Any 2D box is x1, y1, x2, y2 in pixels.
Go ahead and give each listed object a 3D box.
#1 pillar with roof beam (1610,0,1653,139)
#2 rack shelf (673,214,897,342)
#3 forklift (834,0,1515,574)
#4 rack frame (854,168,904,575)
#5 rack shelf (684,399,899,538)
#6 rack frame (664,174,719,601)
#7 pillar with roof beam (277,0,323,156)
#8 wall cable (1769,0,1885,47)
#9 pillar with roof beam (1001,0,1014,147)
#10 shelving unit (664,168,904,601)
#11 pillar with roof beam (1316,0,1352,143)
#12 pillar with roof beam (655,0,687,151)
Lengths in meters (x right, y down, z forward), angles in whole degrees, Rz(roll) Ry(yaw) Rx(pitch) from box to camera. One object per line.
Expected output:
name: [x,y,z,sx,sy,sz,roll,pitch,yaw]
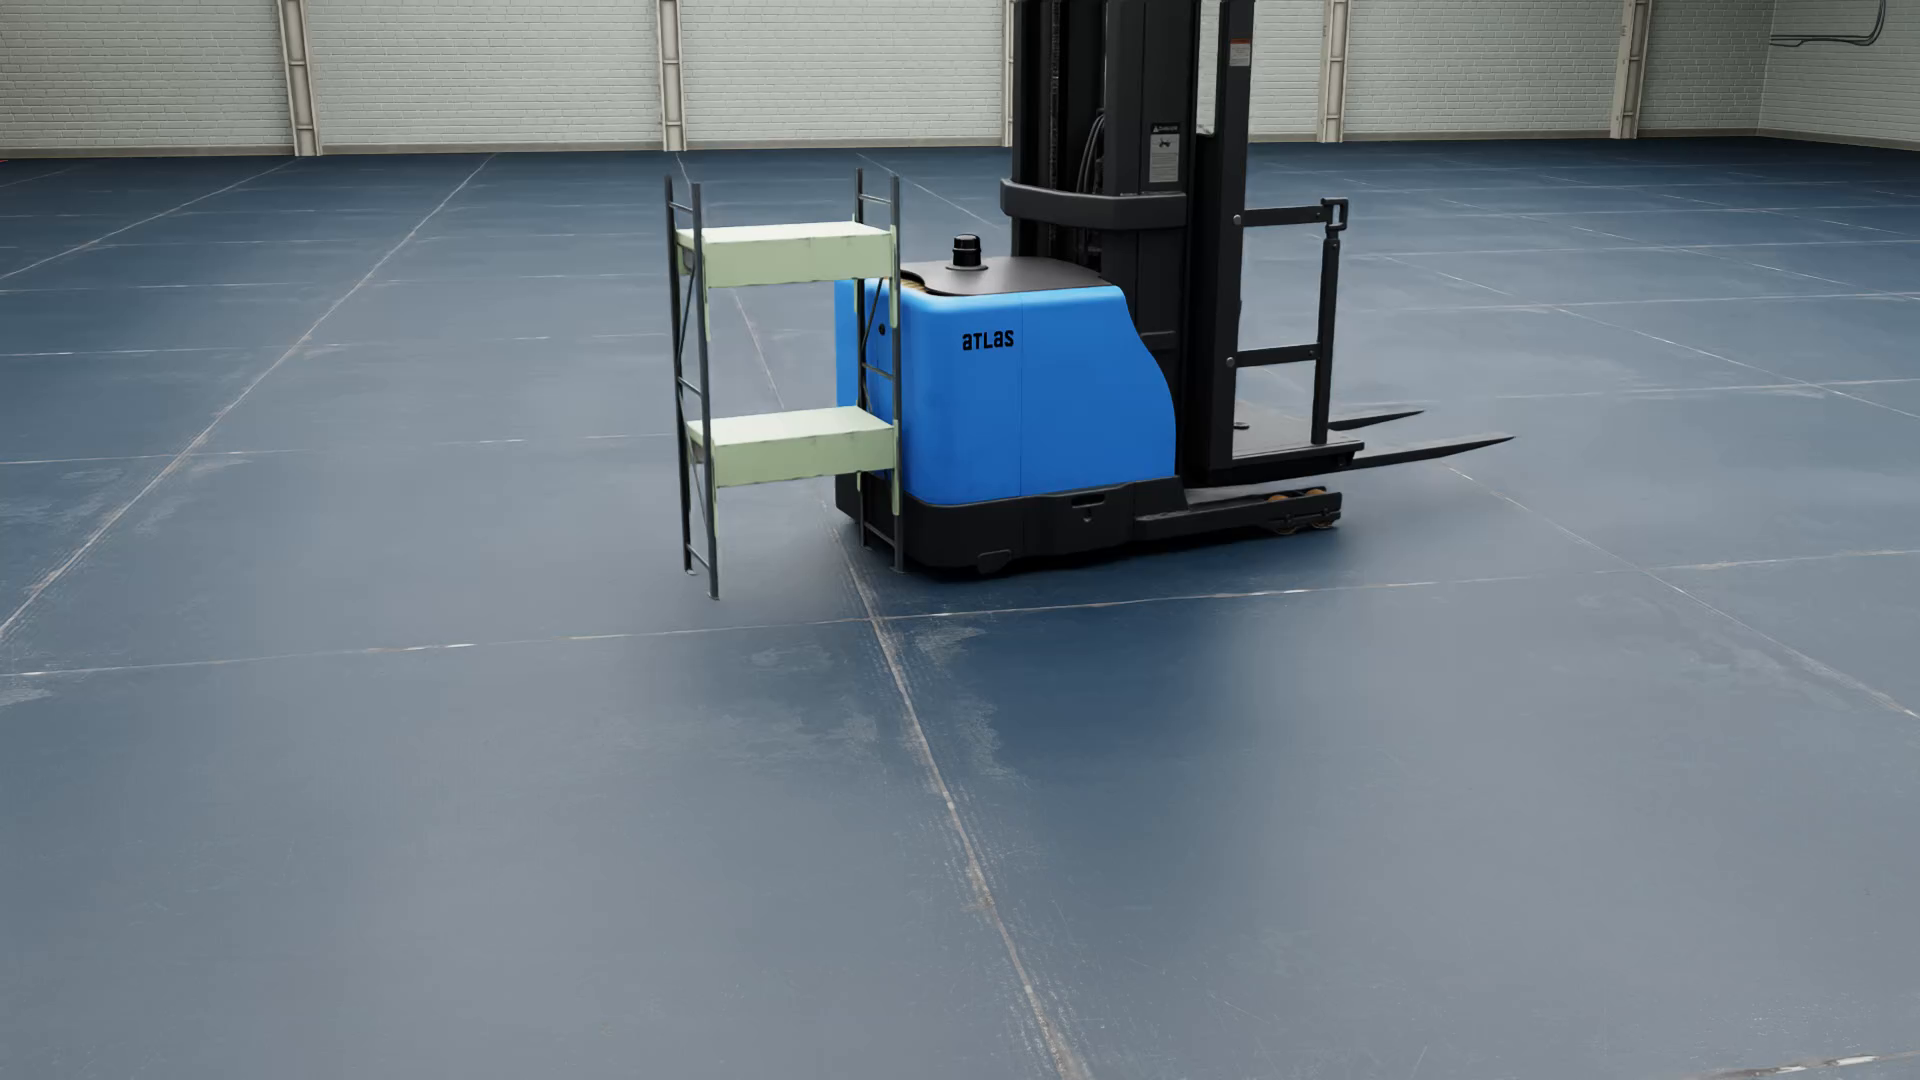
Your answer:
pillar with roof beam: [13.565,-10.793,26.624,0.400,9.000,9.100,-3,17,-10]
rack shelf: [-0.642,-0.966,6.072,0.720,0.370,0.431,-8,19,-23]
forklift: [1.029,-1.550,6.867,3.031,2.935,1.130,-8,19,-25]
rack frame: [-0.308,-0.637,6.330,0.023,1.500,0.400,-8,19,-23]
rack shelf: [-0.642,-0.281,6.282,0.720,0.370,0.431,-8,19,-23]
rack frame: [-0.976,-0.548,6.043,0.023,1.500,0.400,-8,19,-23]
pillar with roof beam: [-9.999,-9.456,22.272,0.400,9.000,9.100,-3,17,-10]
wall cable: [15.892,-10.332,30.413,0.112,2.526,3.097,-3,17,-10]
pillar with roof beam: [1.783,-10.124,24.448,0.400,9.000,9.100,-3,17,-10]
shelving unit: [-0.642,-0.593,6.187,0.755,1.500,0.431,-8,19,-23]
pillar with roof beam: [7.674,-10.458,25.536,0.400,9.000,9.100,-3,17,-10]
pillar with roof beam: [-4.108,-9.790,23.360,0.400,9.000,9.100,-3,17,-10]
